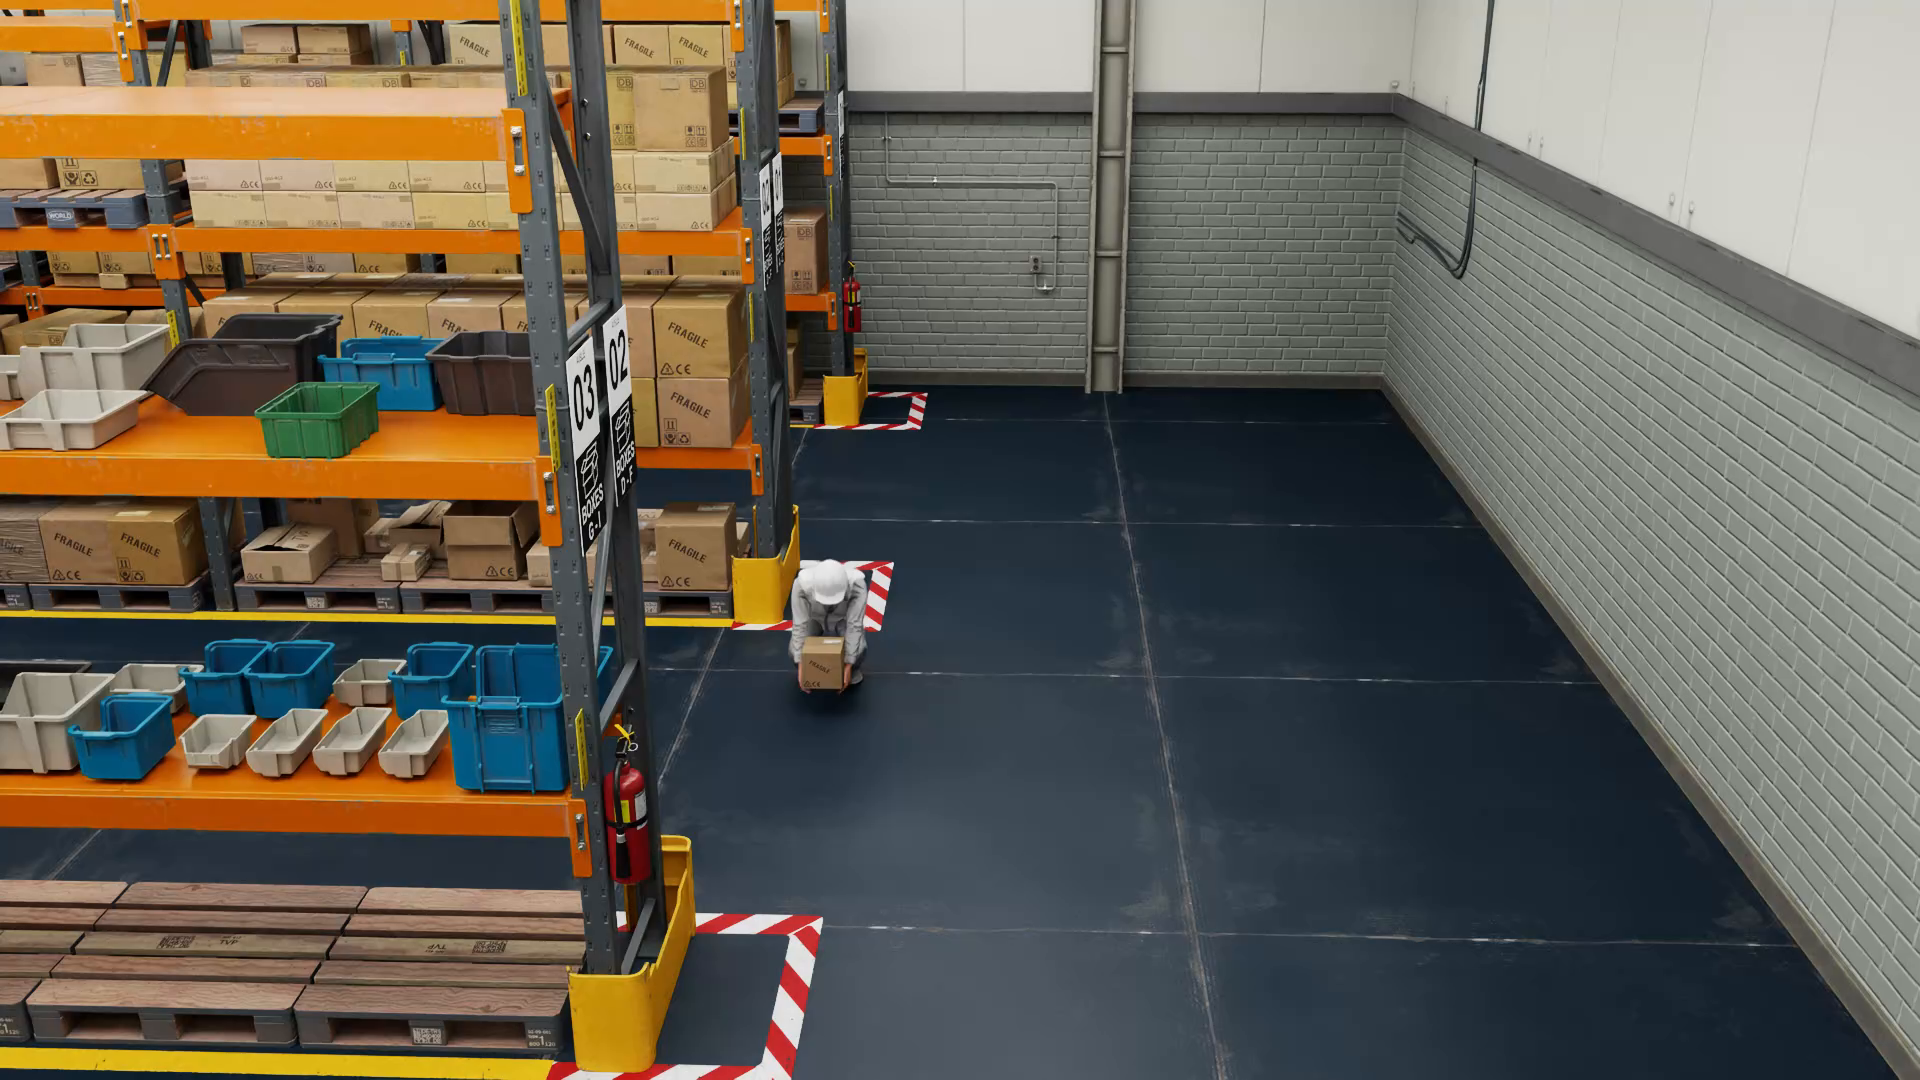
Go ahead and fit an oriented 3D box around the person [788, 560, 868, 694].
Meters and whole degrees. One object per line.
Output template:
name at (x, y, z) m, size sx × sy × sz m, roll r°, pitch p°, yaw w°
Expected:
person at (-0.855, 0.499, 10.820) m, size 0.520 × 1.010 × 0.886 m, roll 0°, pitch 21°, yaw 1°
